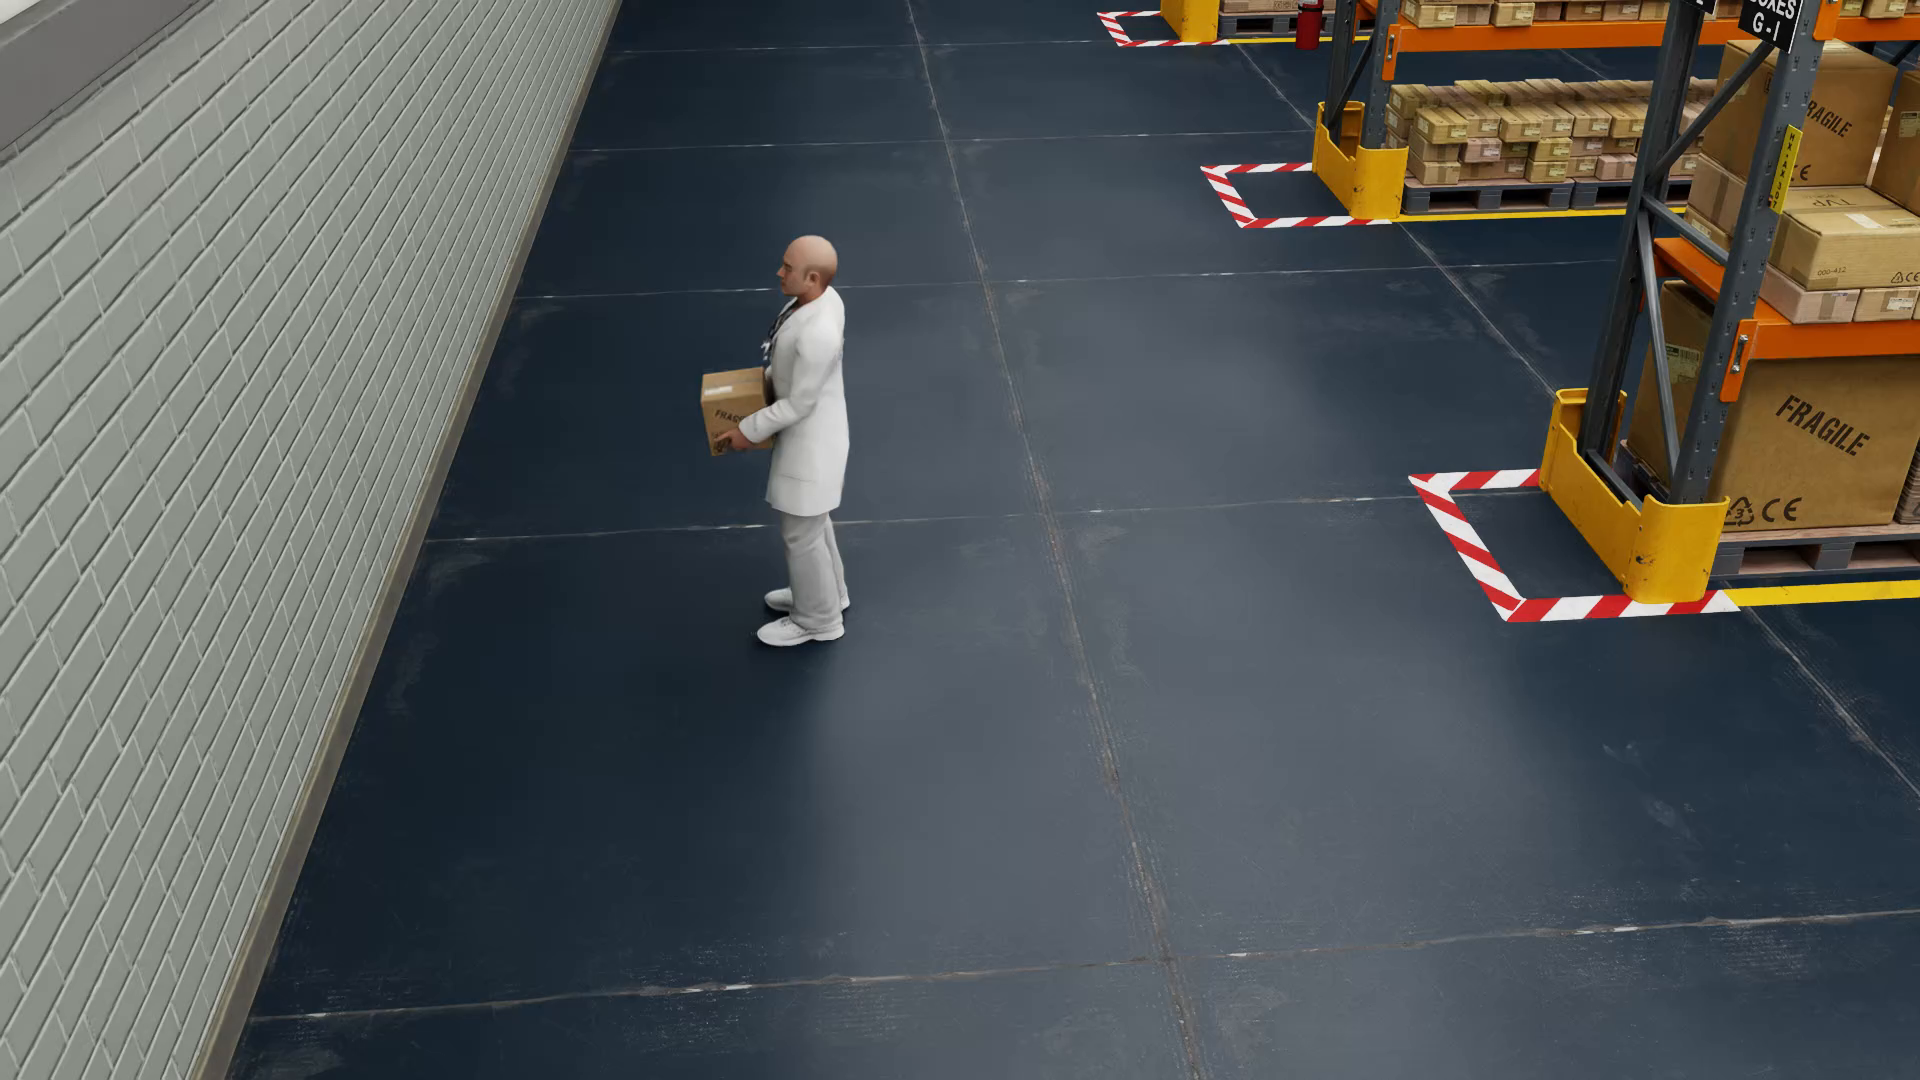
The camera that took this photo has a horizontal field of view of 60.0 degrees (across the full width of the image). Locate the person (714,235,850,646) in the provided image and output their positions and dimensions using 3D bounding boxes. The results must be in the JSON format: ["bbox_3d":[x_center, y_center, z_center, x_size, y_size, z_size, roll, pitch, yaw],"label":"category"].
[{"bbox_3d":[-0.722,-0.395,6.805,0.541,1.777,0.542,-3,31,-5],"label":"person"}]
